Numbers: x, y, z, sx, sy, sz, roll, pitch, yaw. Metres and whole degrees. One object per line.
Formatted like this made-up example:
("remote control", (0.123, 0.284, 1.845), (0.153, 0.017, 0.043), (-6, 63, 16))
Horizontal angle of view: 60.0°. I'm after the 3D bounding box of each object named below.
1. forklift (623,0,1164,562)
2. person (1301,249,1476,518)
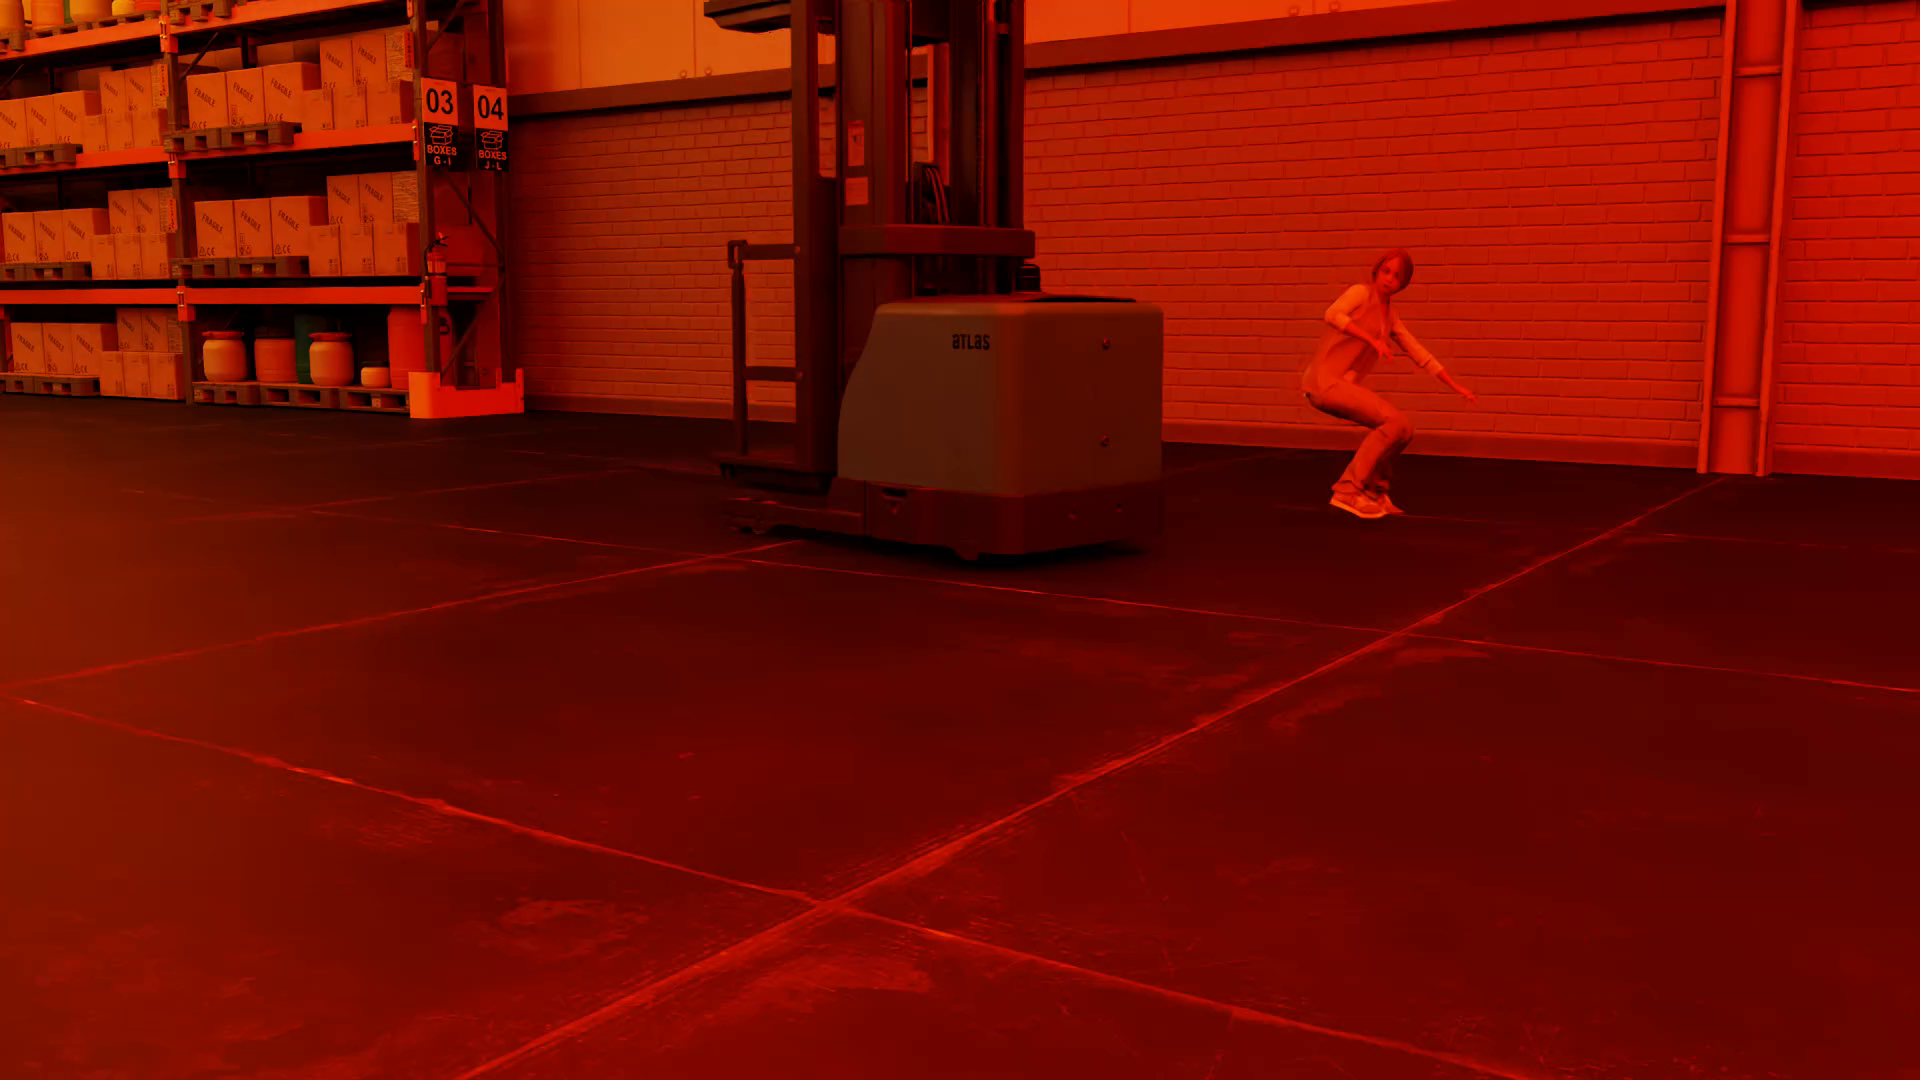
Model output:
("forklift", (-0.495, -1.516, 7.852), (1.130, 2.935, 3.031), (-8, 11, -44))
("person", (2.092, -0.742, 8.206), (0.765, 1.366, 0.736), (5, 9, 31))
